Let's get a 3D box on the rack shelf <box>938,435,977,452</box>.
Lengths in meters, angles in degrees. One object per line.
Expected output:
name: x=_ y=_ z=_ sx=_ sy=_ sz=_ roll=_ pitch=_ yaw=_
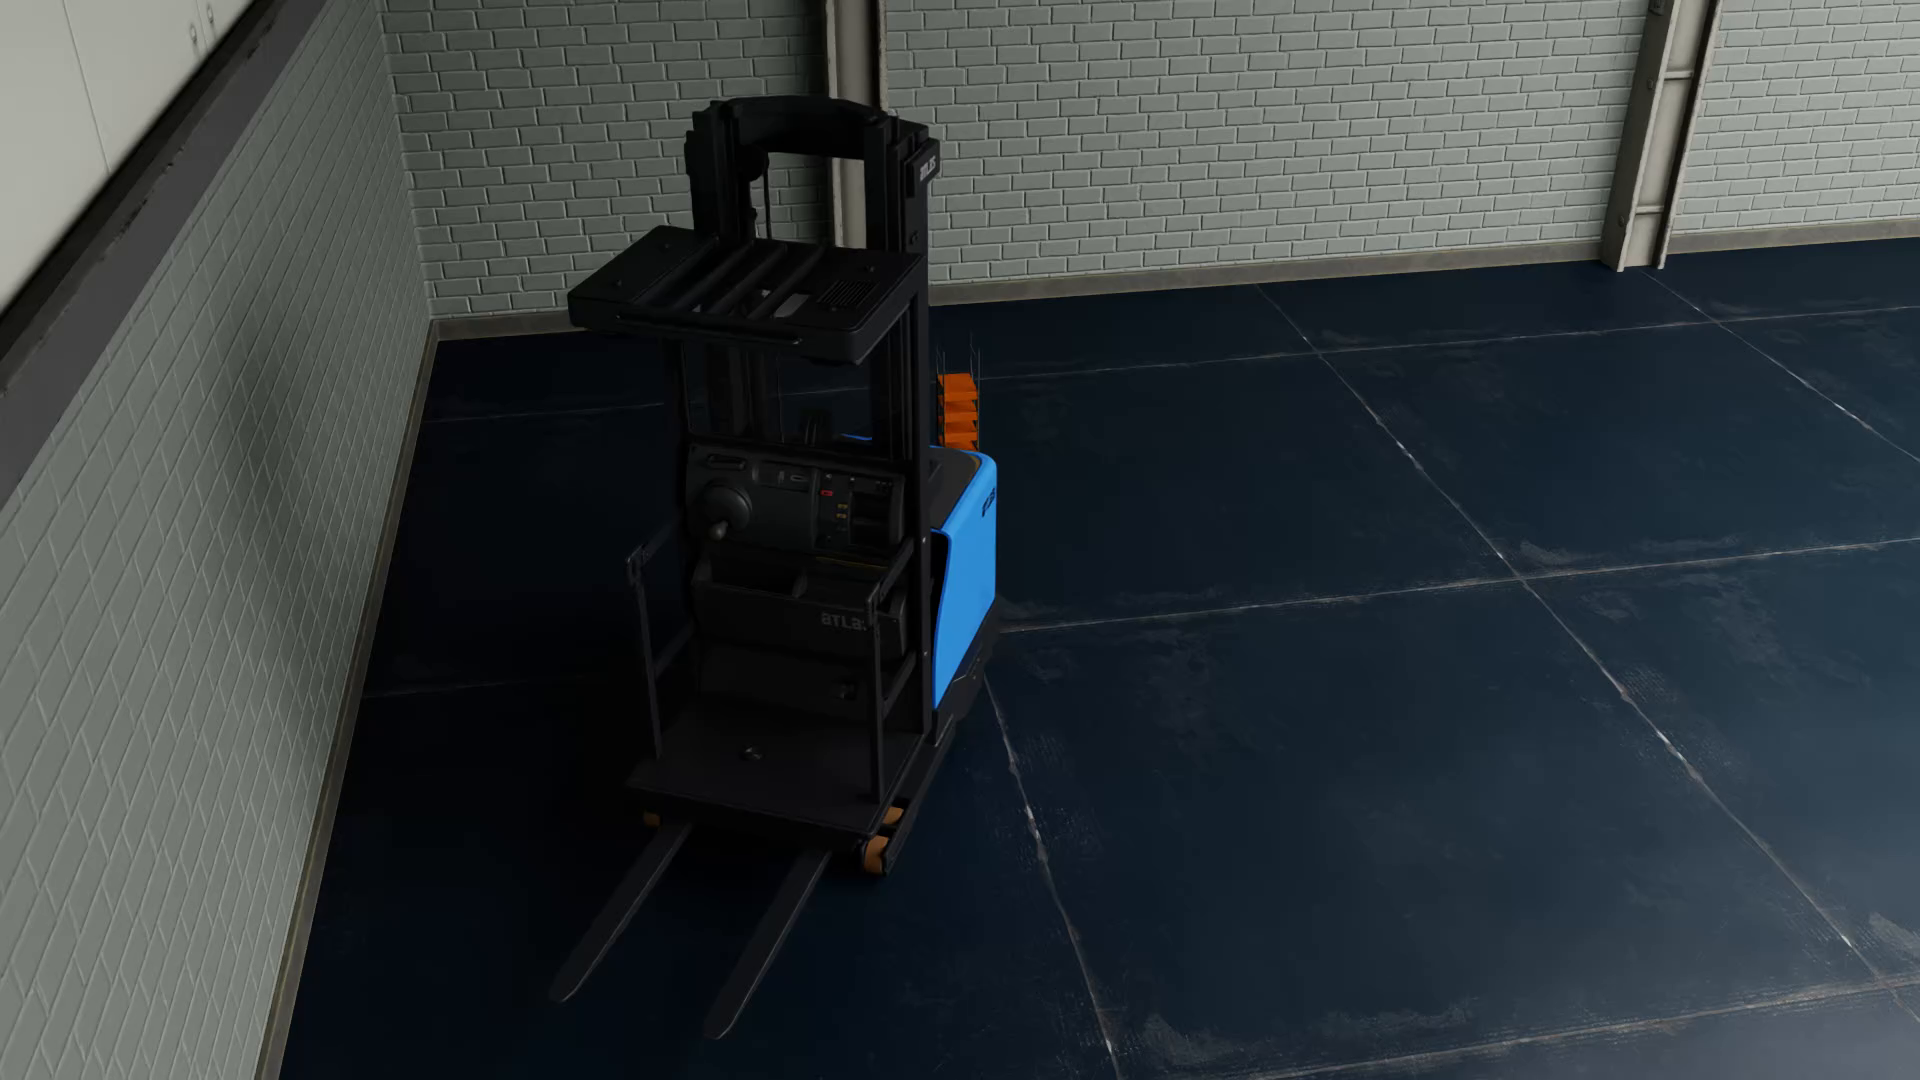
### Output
rack shelf: x=-0.014 y=-0.478 z=8.966 sx=0.180 sy=0.103 sz=0.258 roll=-5 pitch=31 yaw=-9

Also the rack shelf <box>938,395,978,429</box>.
rack shelf: x=-0.014 y=-0.684 z=8.845 sx=0.180 sy=0.103 sz=0.258 roll=-5 pitch=31 yaw=-9

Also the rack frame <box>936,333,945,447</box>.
rack frame: x=-0.104 y=-0.508 z=8.929 sx=0.006 sy=1.200 sz=0.240 roll=-5 pitch=31 yaw=-9

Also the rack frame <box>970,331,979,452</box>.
rack frame: x=0.076 y=-0.524 z=8.958 sx=0.006 sy=1.200 sz=0.240 roll=-5 pitch=31 yaw=-9

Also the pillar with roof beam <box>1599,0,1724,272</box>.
pillar with roof beam: x=5.976 y=-3.883 z=6.976 sx=0.400 sy=9.000 sz=9.100 roll=-5 pitch=31 yaw=-9

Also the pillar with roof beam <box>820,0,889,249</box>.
pillar with roof beam: x=0.075 y=-3.336 z=6.045 sx=0.400 sy=9.000 sz=9.100 roll=-5 pitch=31 yaw=-9

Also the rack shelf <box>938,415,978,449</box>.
rack shelf: x=-0.014 y=-0.581 z=8.905 sx=0.180 sy=0.103 sz=0.258 roll=-5 pitch=31 yaw=-9

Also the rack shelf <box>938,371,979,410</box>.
rack shelf: x=-0.014 y=-0.788 z=8.784 sx=0.180 sy=0.103 sz=0.258 roll=-5 pitch=31 yaw=-9

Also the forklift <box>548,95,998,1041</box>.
forklift: x=-0.729 y=-0.102 z=6.531 sx=1.130 sy=2.935 sz=3.031 roll=9 pitch=32 yaw=15

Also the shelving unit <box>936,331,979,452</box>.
shelving unit: x=-0.014 y=-0.516 z=8.944 sx=0.189 sy=1.200 sz=0.258 roll=-5 pitch=31 yaw=-9
